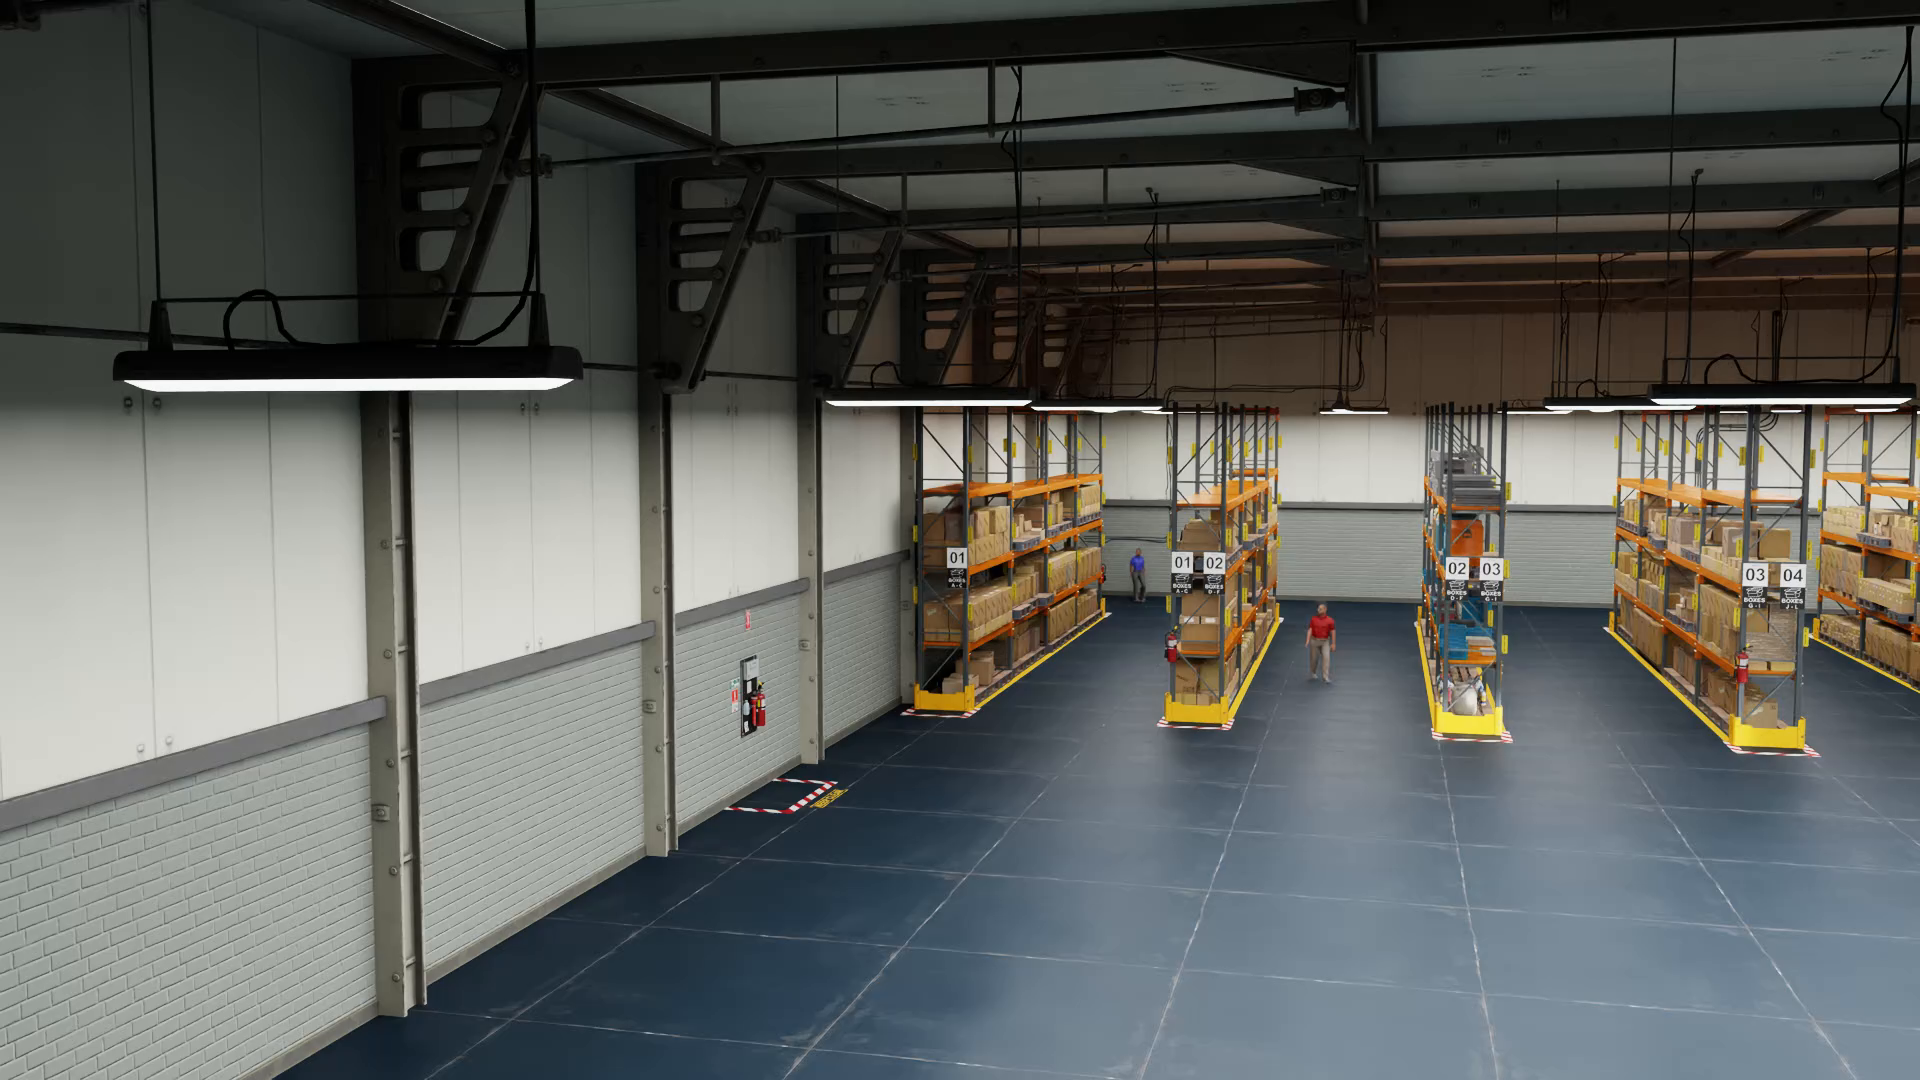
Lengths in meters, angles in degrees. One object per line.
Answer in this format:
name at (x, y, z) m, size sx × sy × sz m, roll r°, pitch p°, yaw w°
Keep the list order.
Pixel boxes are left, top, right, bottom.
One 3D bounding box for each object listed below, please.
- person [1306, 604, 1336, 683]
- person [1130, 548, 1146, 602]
person at (7.774, 2.231, 35.878) m, size 0.651 × 1.679 × 1.019 m, roll 0°, pitch 4°, yaw 3°
person at (5.531, 1.117, 51.630) m, size 0.517 × 1.714 × 0.413 m, roll -1°, pitch 4°, yaw -17°
